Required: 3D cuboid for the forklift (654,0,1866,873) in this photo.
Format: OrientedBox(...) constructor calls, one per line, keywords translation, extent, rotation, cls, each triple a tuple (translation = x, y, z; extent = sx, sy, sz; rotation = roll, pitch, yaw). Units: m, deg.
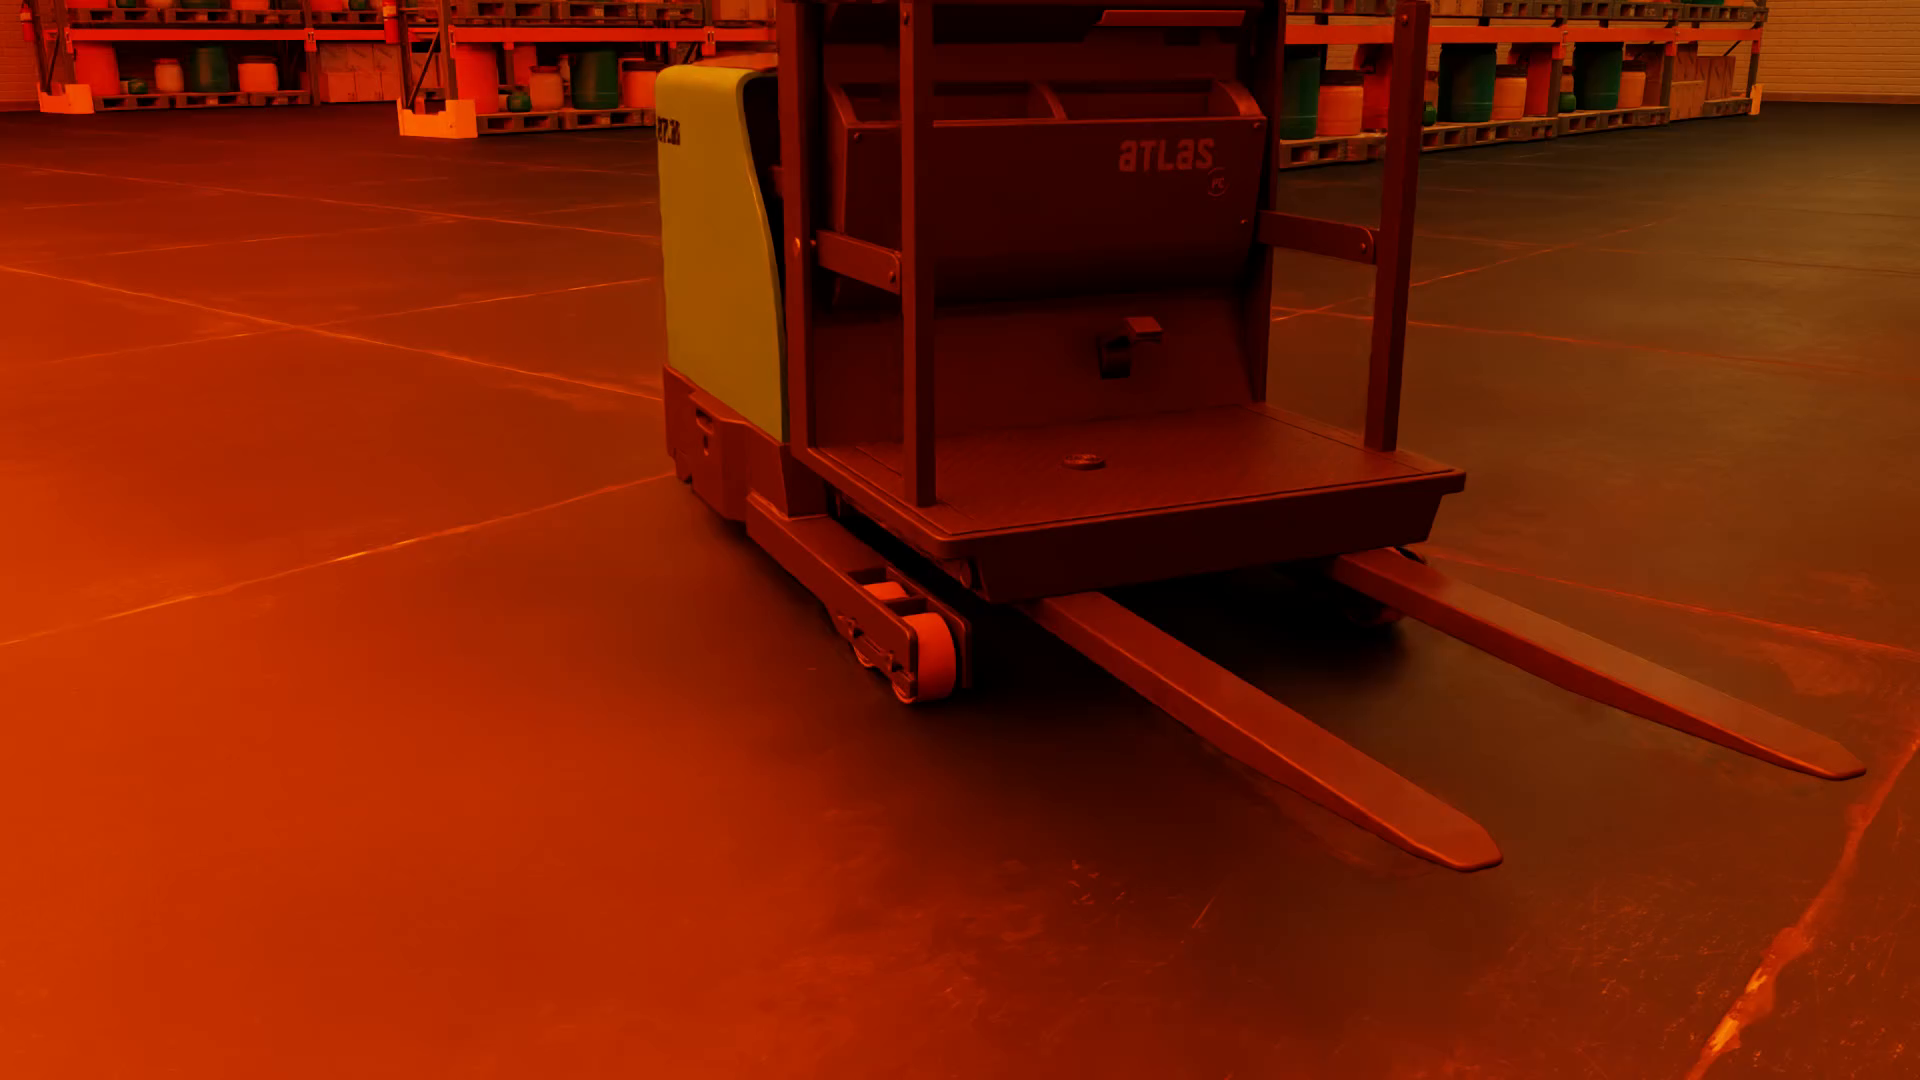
OrientedBox(translation=(0.272, -1.250, 3.013), extent=(1.130, 2.935, 3.031), rotation=(-7, 18, -23), cls="forklift")
